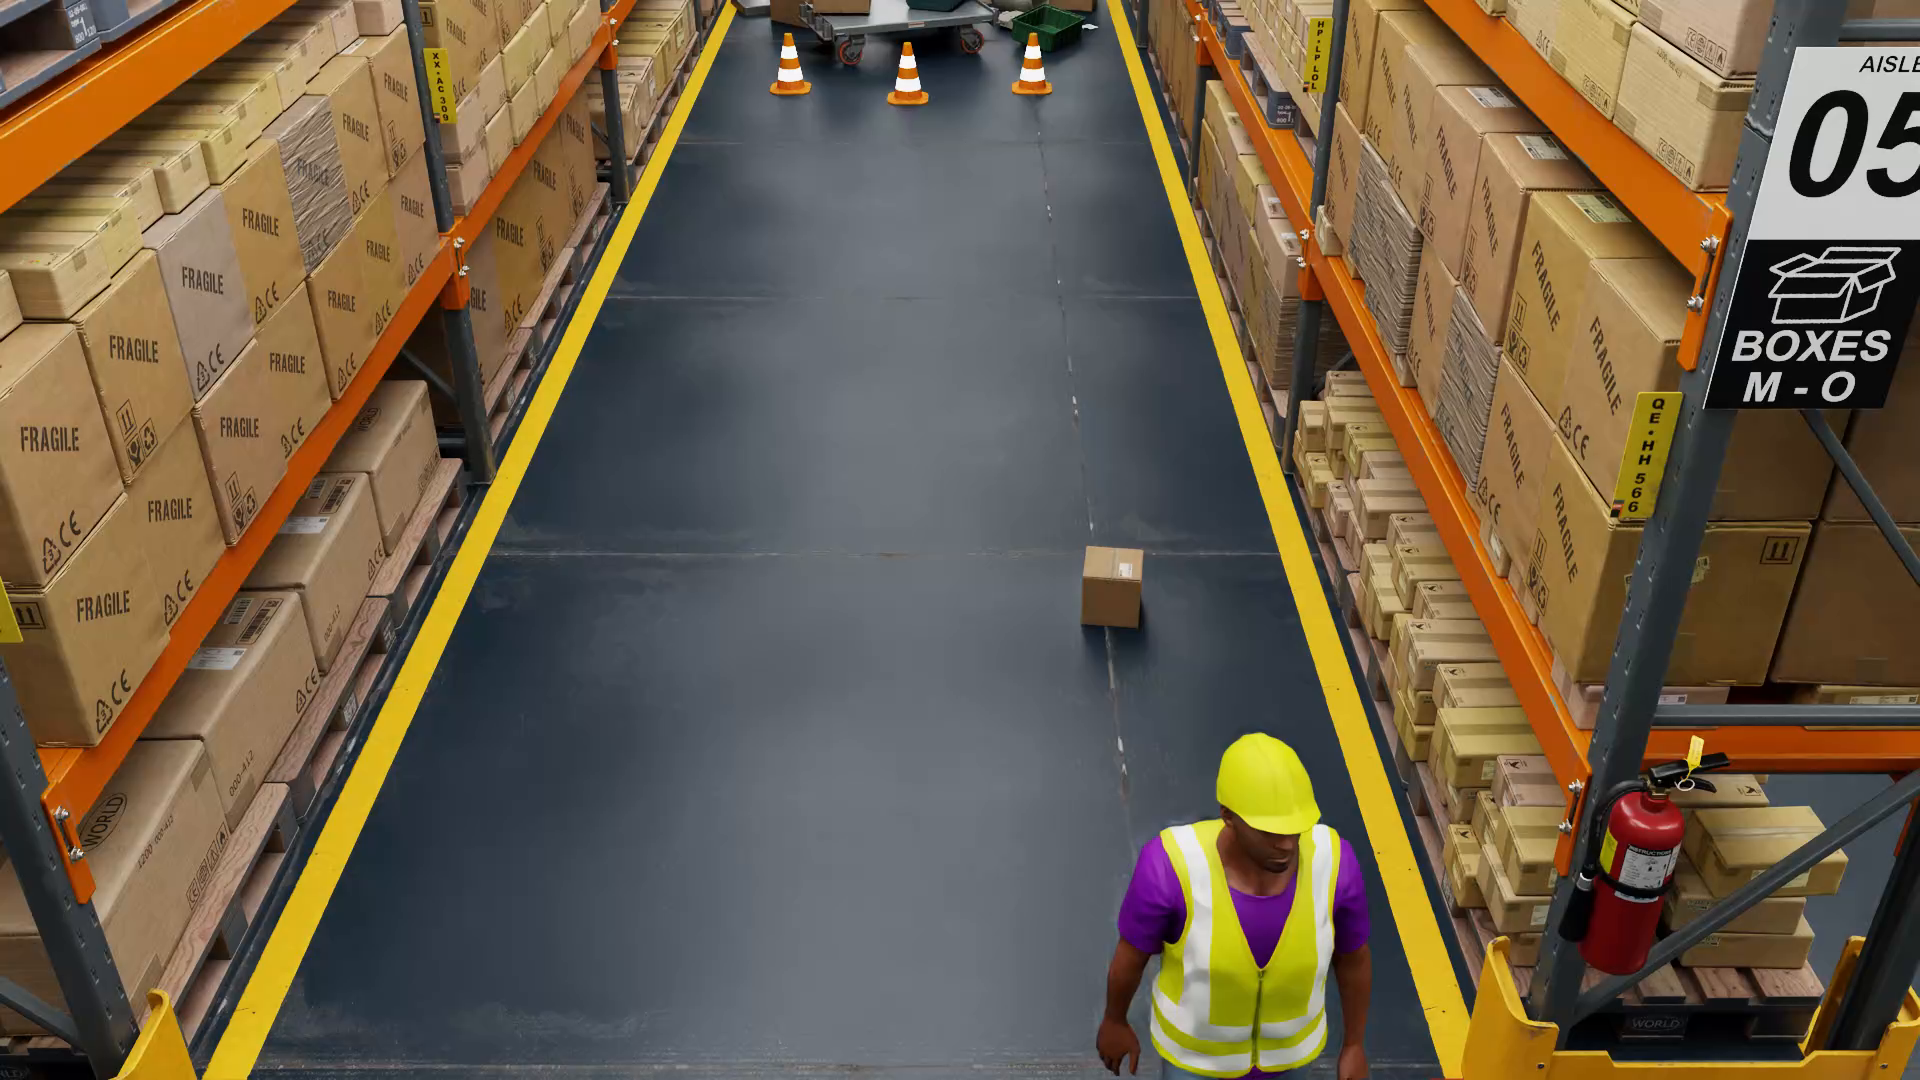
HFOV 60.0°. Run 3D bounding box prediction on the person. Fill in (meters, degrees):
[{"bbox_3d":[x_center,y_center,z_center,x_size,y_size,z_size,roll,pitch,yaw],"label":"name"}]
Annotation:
[{"bbox_3d":[0.687,1.295,4.008,0.643,1.823,0.600,-4,32,-7],"label":"person"}]
